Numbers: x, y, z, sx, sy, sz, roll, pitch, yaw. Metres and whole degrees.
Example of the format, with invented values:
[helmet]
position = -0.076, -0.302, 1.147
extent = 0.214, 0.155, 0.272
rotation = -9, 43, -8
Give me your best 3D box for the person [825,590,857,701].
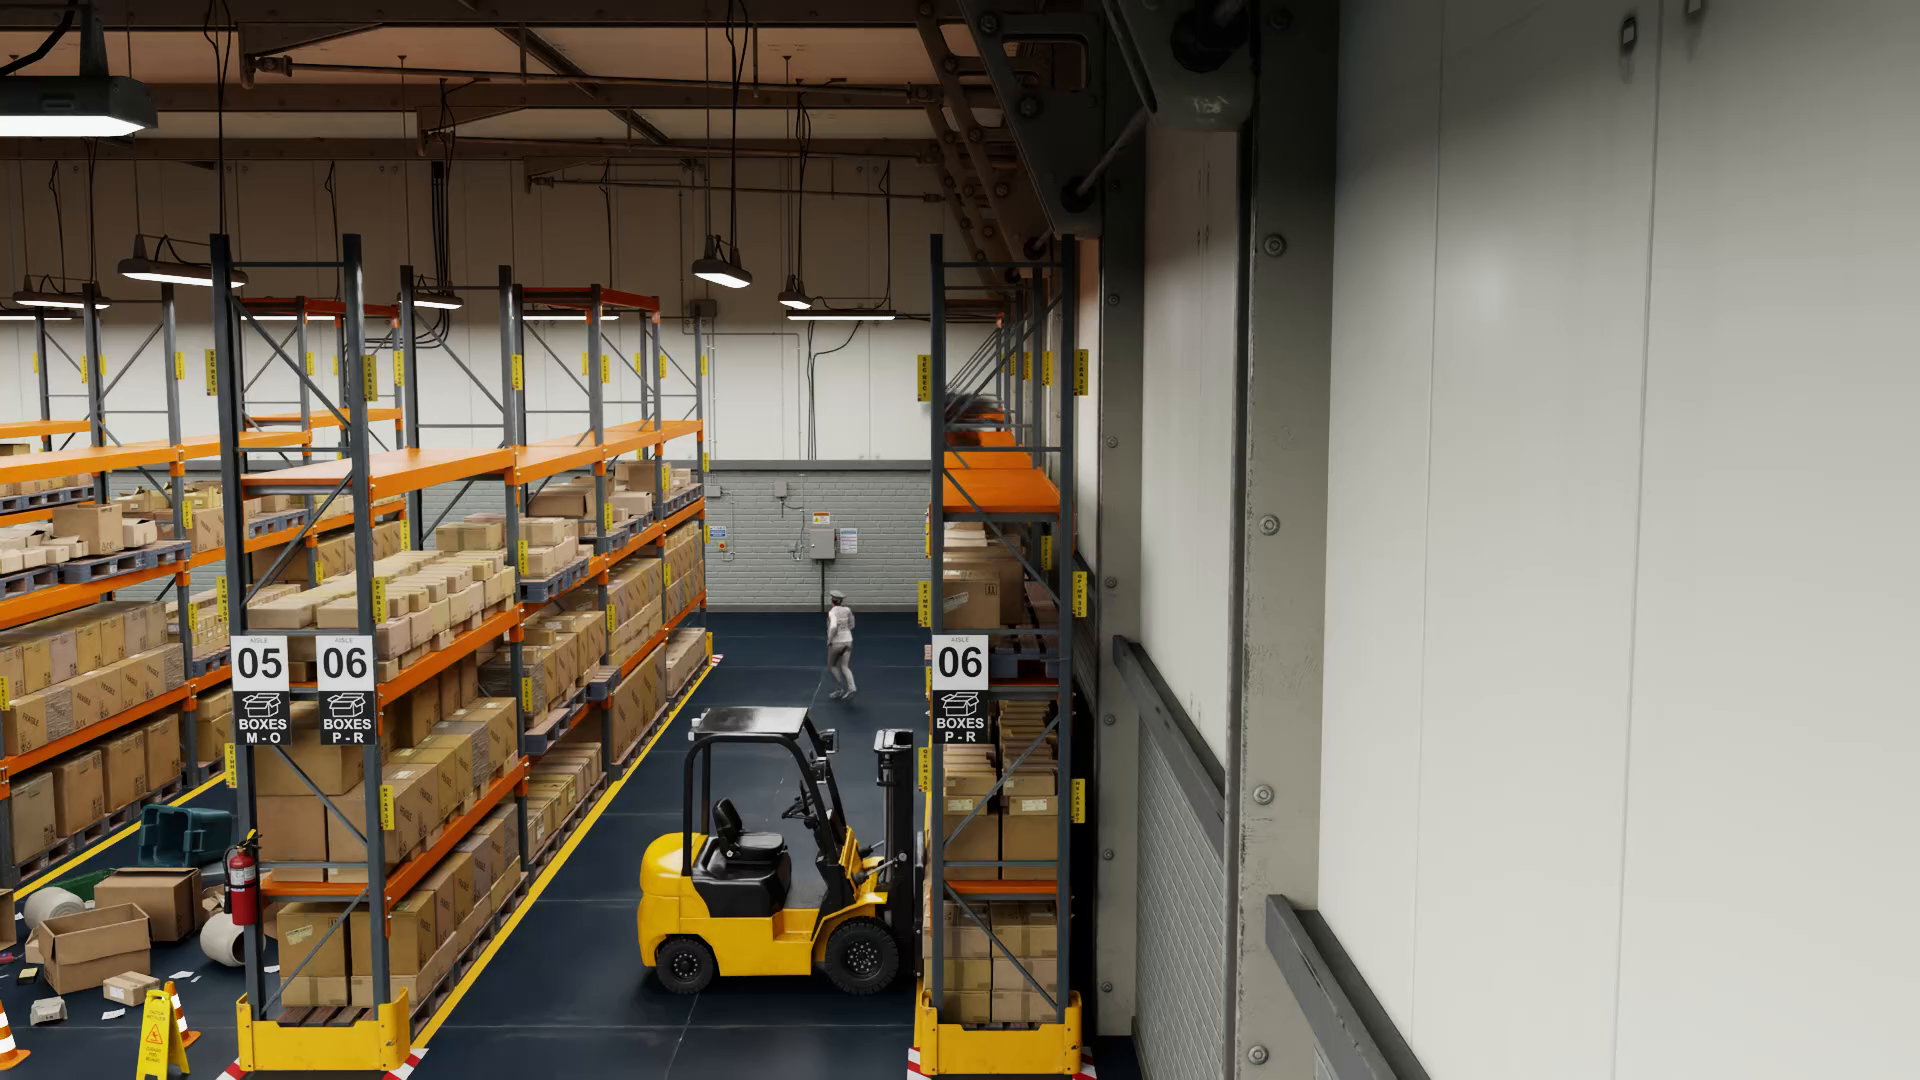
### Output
[person]
position = -1.727, 1.595, 24.908
extent = 0.585, 1.654, 0.800
rotation = -5, 8, -36
